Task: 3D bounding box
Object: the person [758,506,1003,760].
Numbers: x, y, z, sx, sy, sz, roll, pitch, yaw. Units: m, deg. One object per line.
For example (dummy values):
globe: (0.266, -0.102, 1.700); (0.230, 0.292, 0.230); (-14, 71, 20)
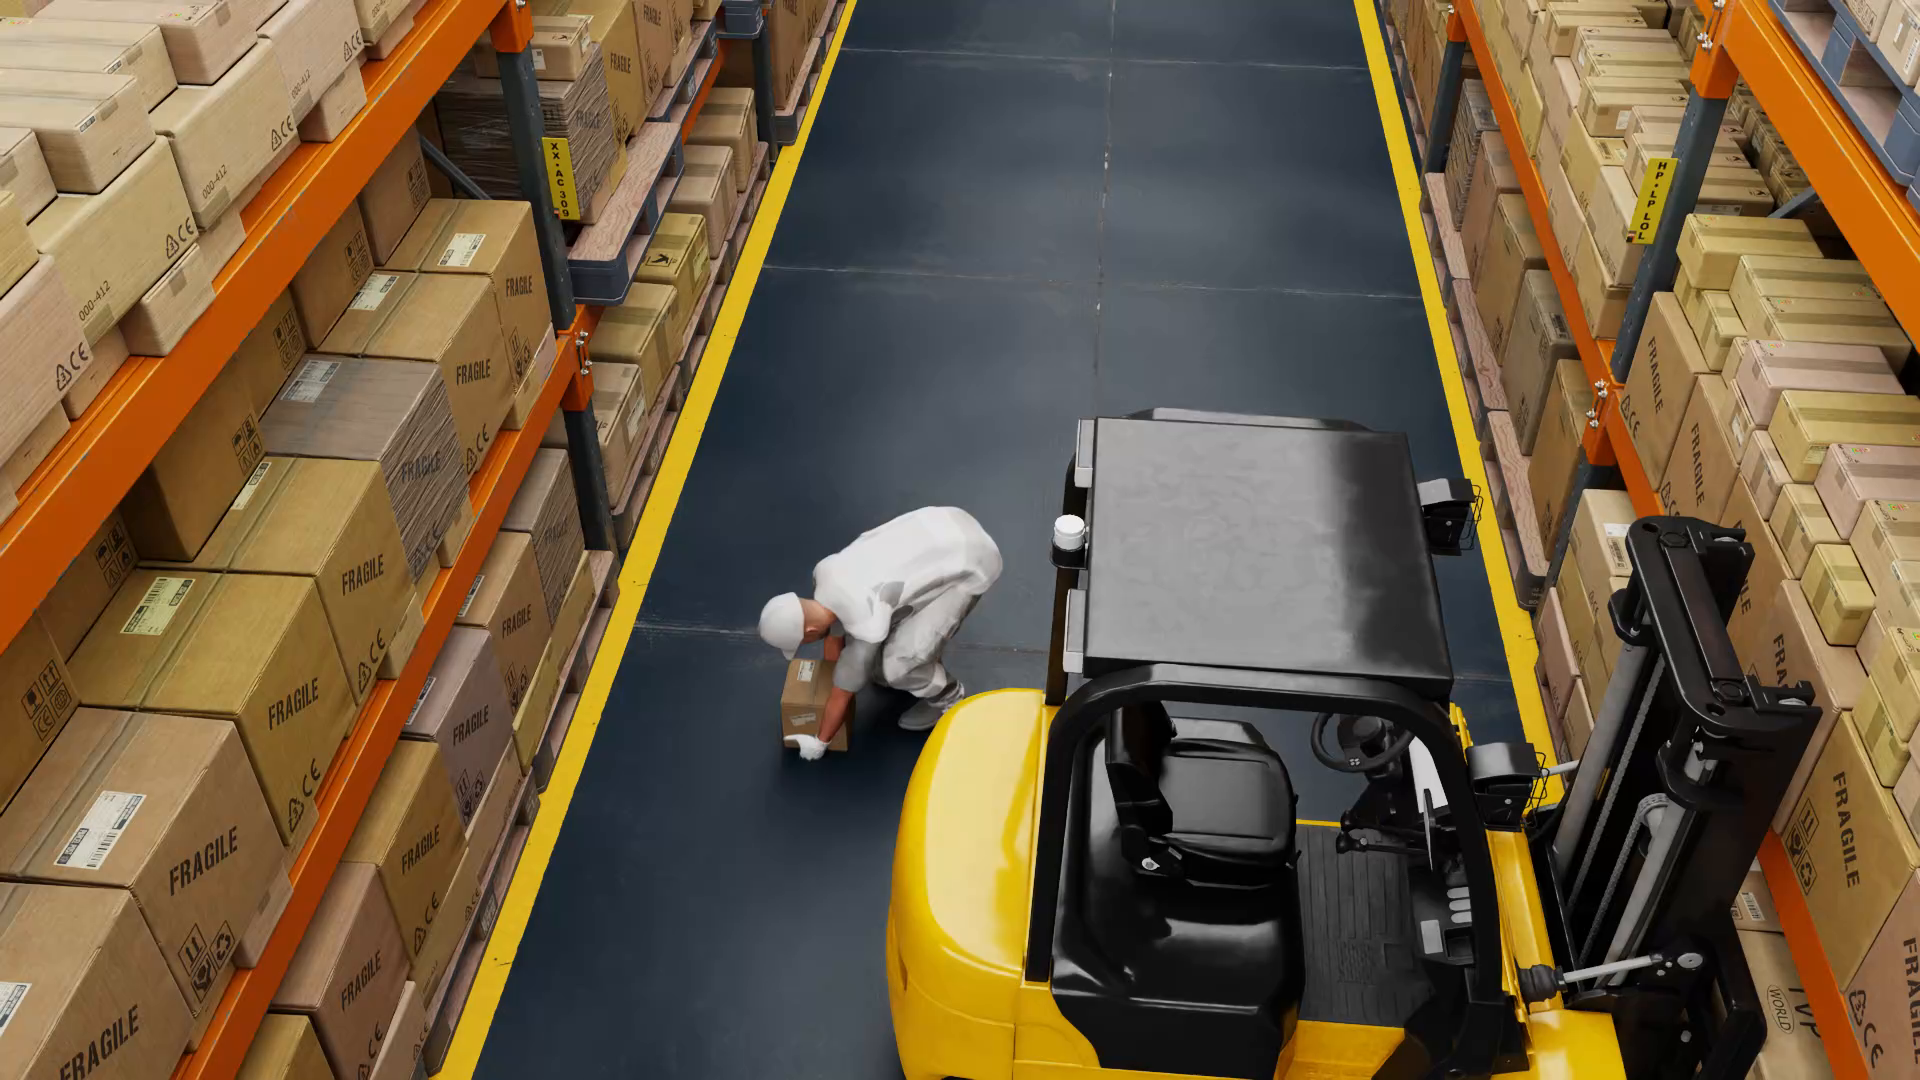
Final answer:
person: (-0.306, 0.354, 6.443); (0.962, 0.895, 0.535); (-18, 43, -20)
